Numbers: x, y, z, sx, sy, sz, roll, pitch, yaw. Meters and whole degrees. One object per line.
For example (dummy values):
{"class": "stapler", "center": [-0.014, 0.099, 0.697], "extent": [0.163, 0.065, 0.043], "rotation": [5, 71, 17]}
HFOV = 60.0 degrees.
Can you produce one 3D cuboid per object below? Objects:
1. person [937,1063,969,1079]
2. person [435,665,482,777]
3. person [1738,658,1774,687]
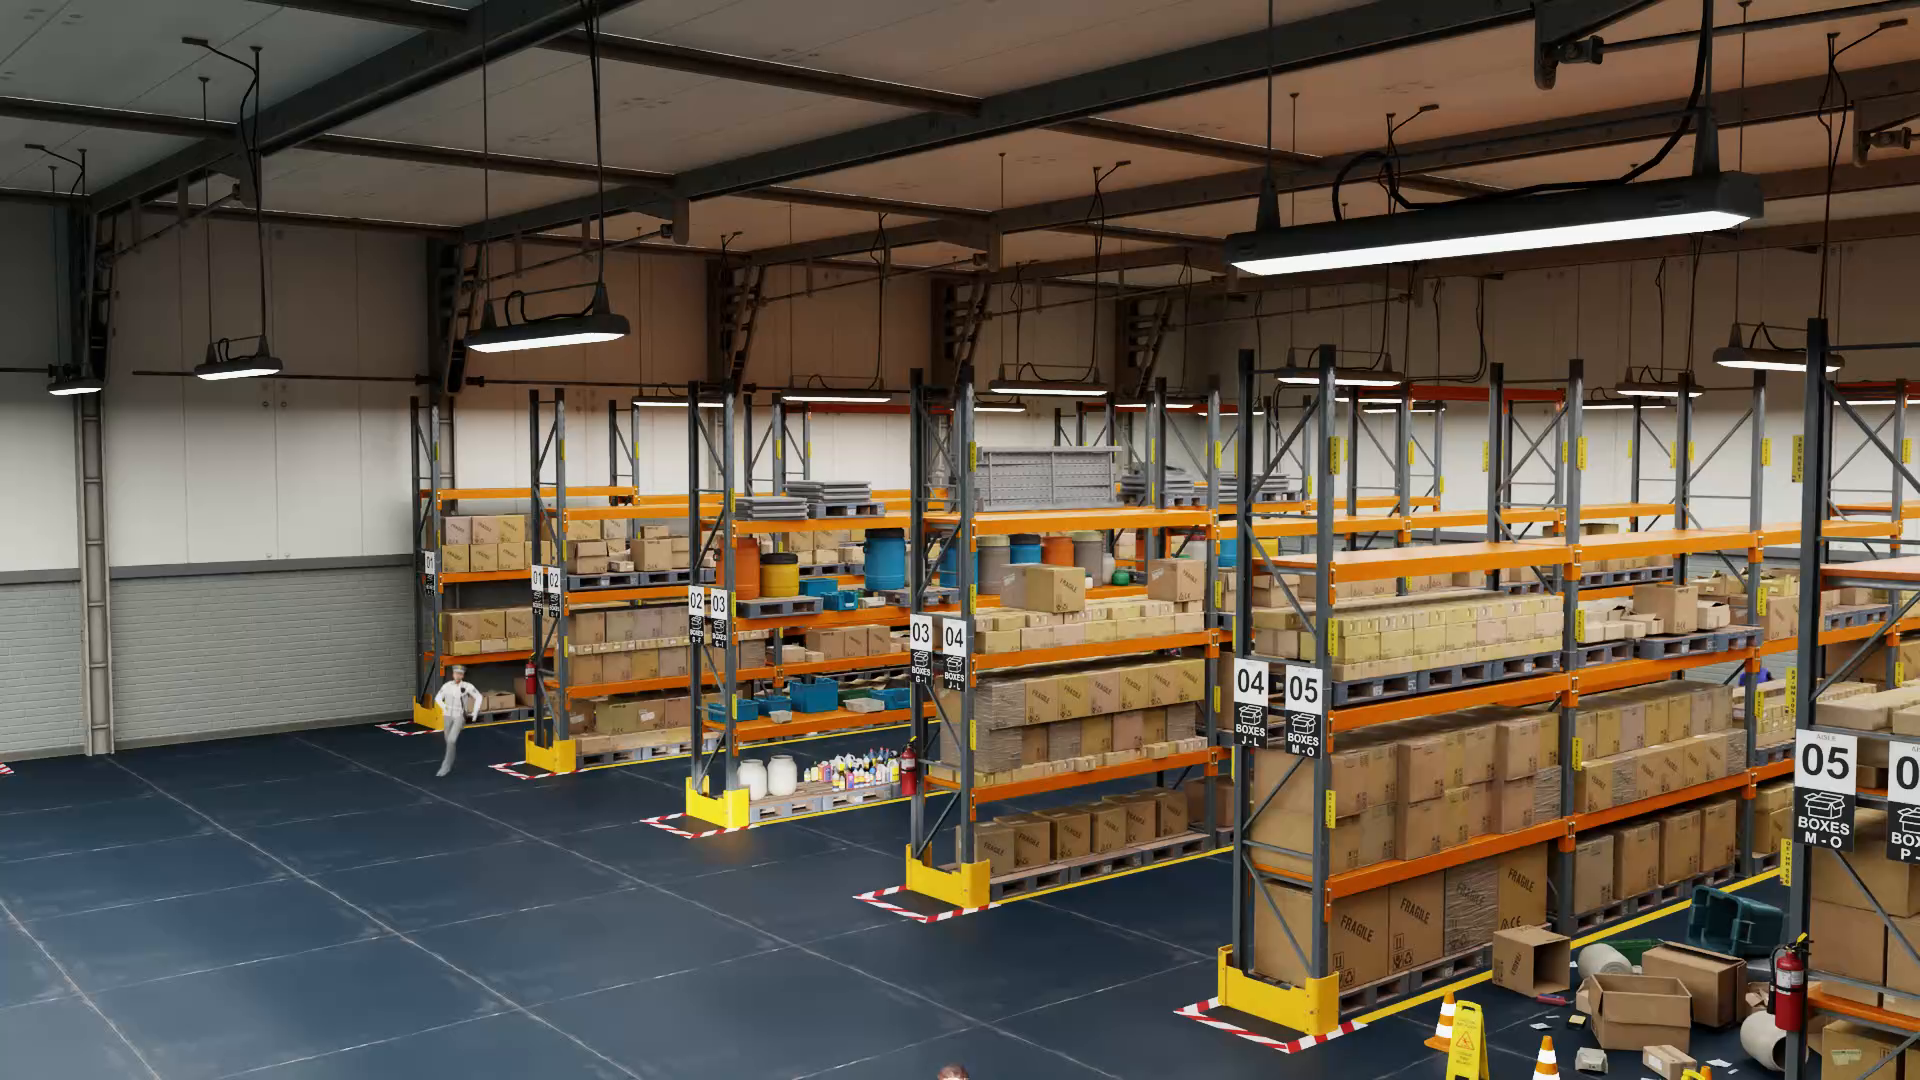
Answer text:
{"class": "person", "center": [-0.025, 3.778, 9.428], "extent": [0.494, 1.706, 0.840], "rotation": [0, 3, 0]}
{"class": "person", "center": [-7.847, 2.783, 25.912], "extent": [0.669, 1.694, 0.833], "rotation": [0, 3, 5]}
{"class": "person", "center": [13.330, 2.746, 27.826], "extent": [0.606, 1.698, 0.747], "rotation": [1, 4, 19]}
